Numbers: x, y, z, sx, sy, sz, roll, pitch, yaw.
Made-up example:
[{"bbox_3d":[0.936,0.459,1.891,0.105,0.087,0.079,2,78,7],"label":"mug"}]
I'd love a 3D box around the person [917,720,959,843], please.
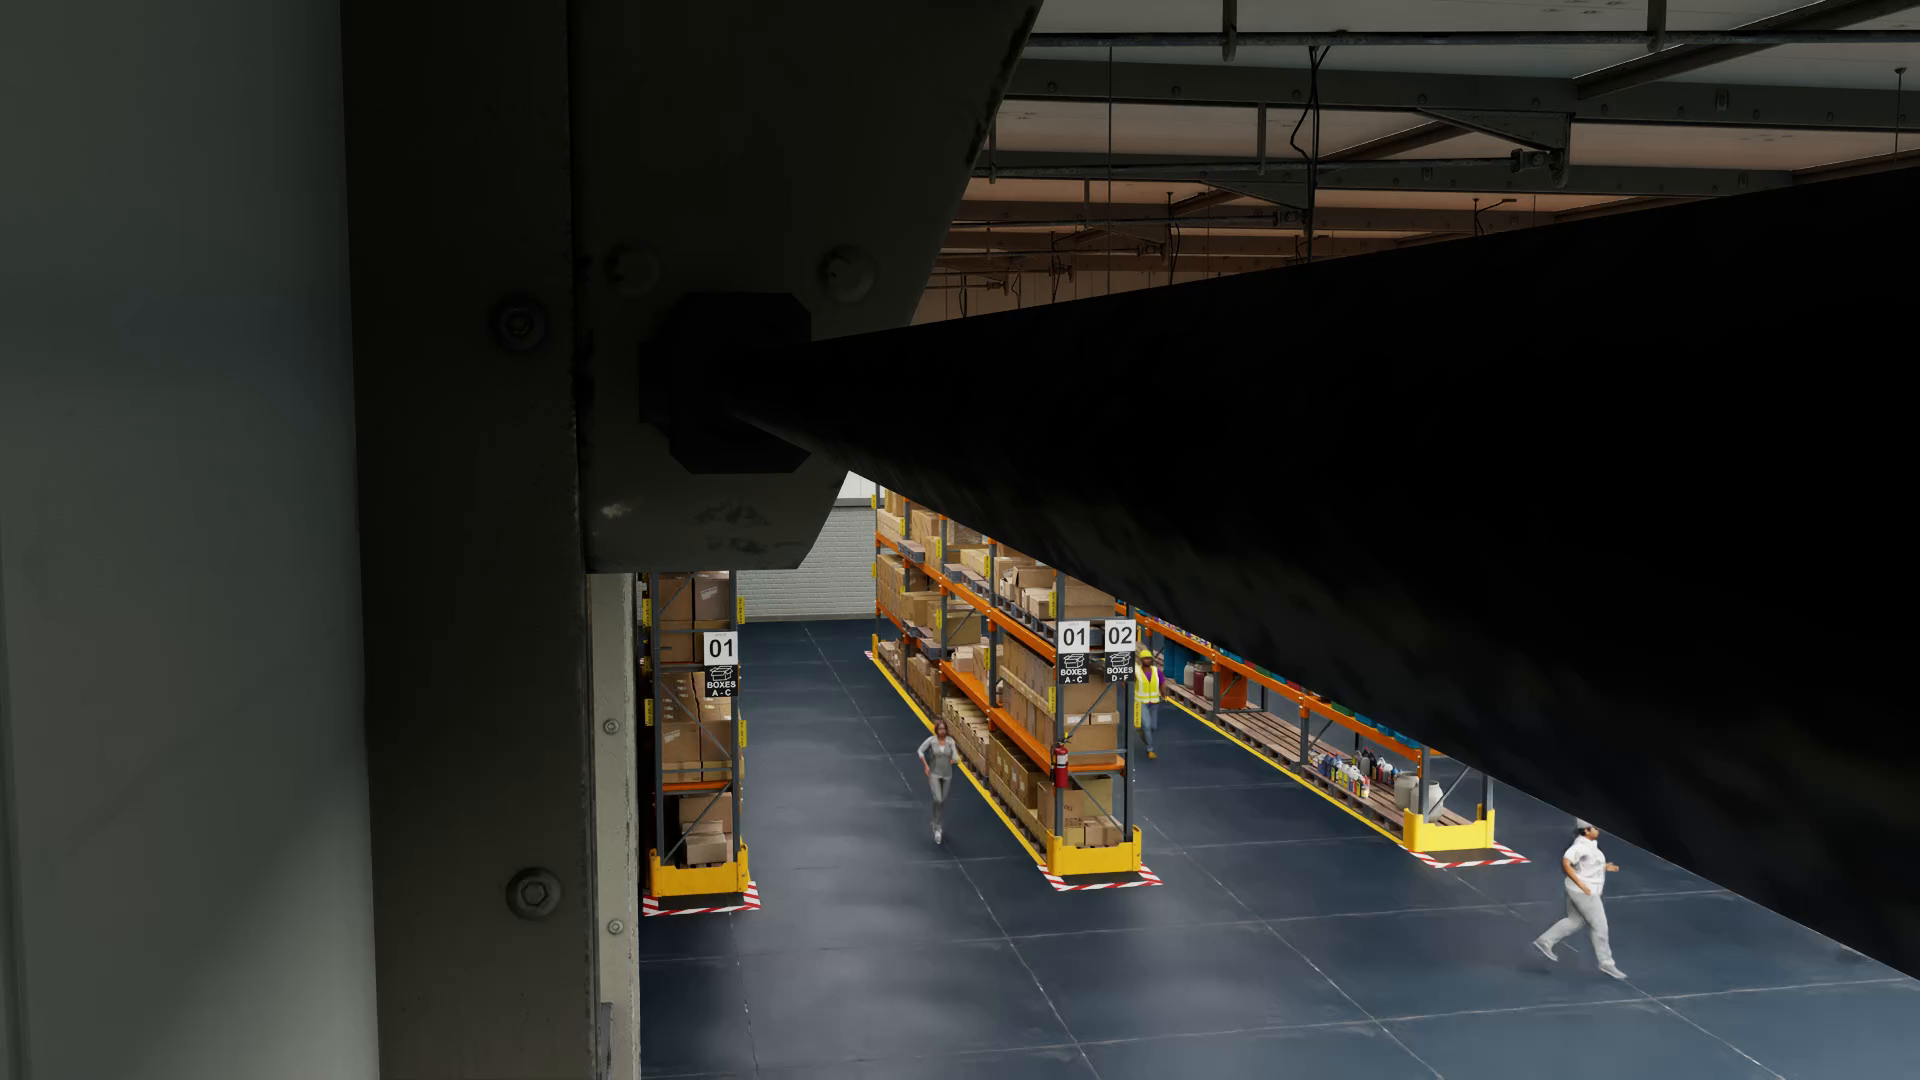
[{"bbox_3d":[-0.271,3.232,22.473,0.518,1.633,0.719,-2,6,-18],"label":"person"}]

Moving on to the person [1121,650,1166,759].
[{"bbox_3d":[3.040,2.667,27.250,0.731,1.745,0.889,-1,6,-14],"label":"person"}]

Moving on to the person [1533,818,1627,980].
[{"bbox_3d":[6.521,3.712,17.437,0.924,1.692,0.603,2,6,15],"label":"person"}]
